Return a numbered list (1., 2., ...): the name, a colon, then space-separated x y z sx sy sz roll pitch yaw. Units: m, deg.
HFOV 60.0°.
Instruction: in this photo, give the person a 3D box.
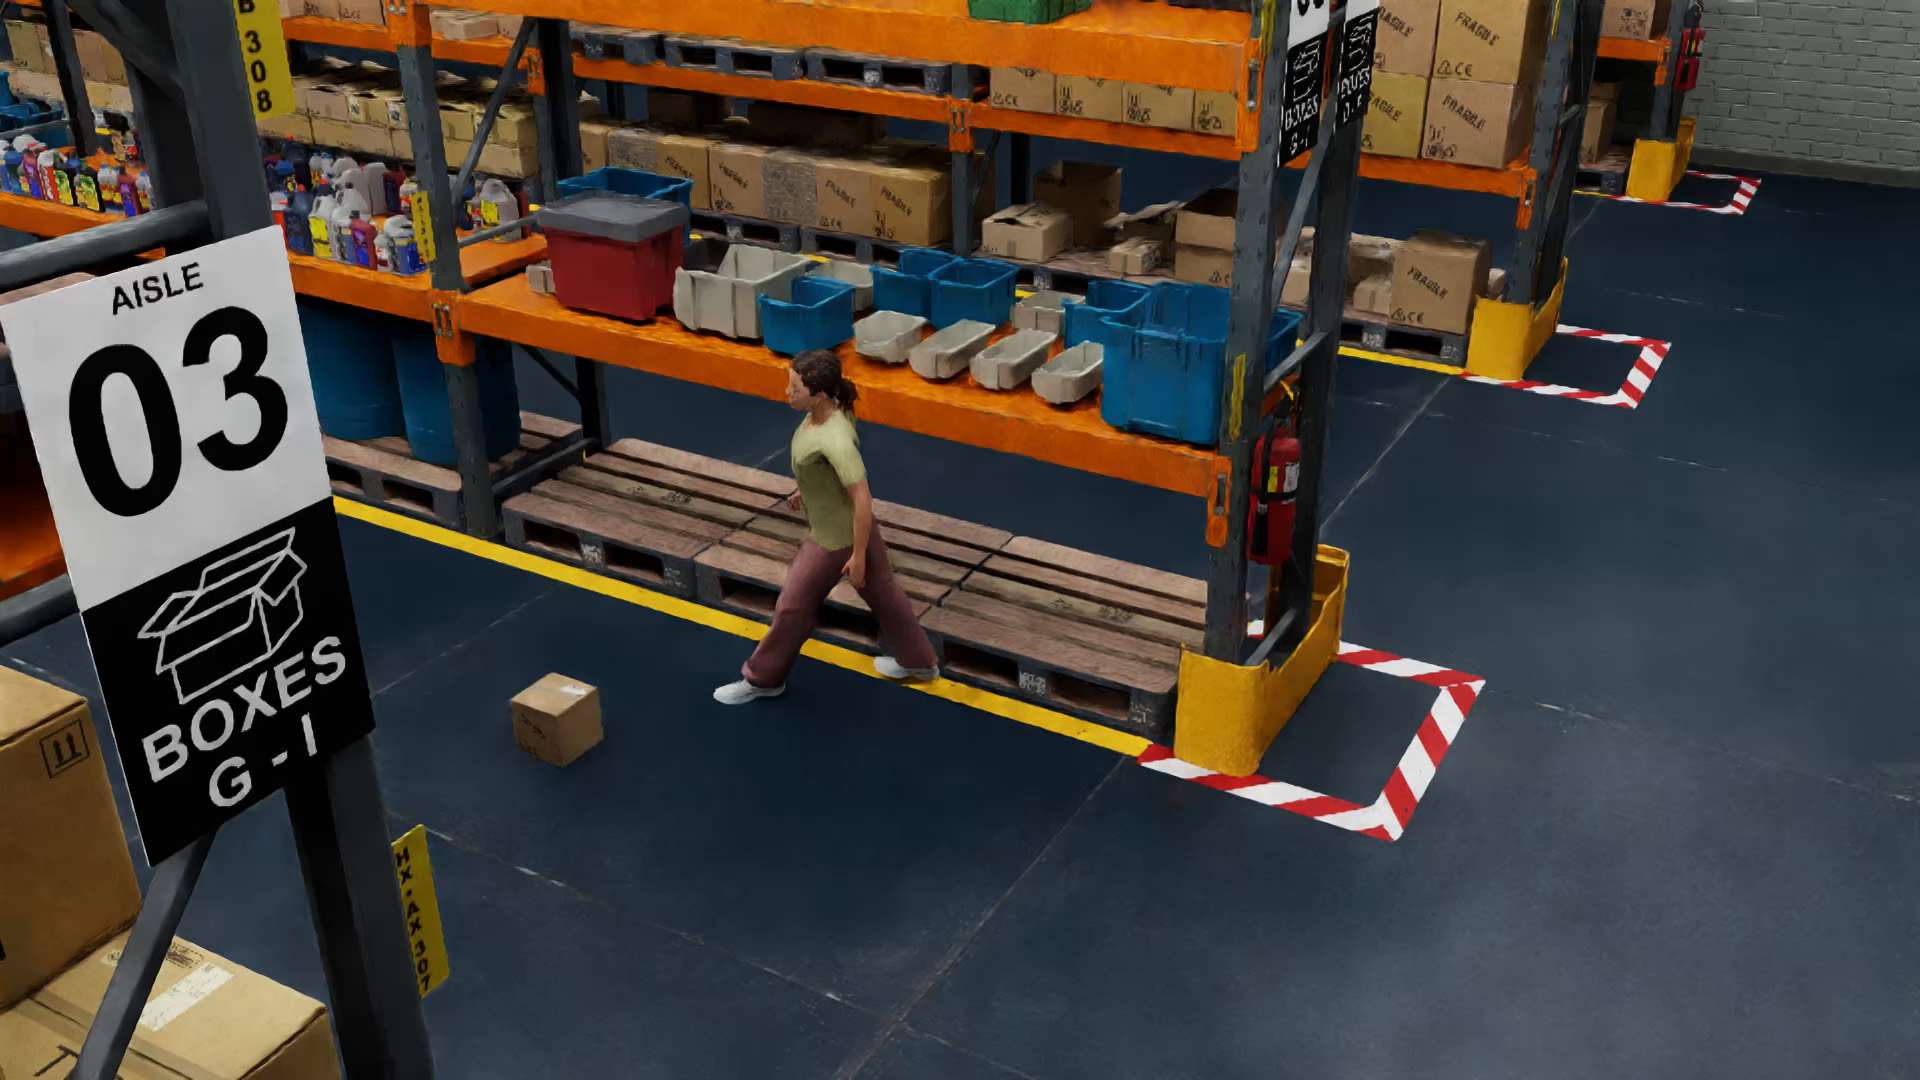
1. person: -0.569 -0.047 6.756 0.963 1.622 0.569 1 27 1
